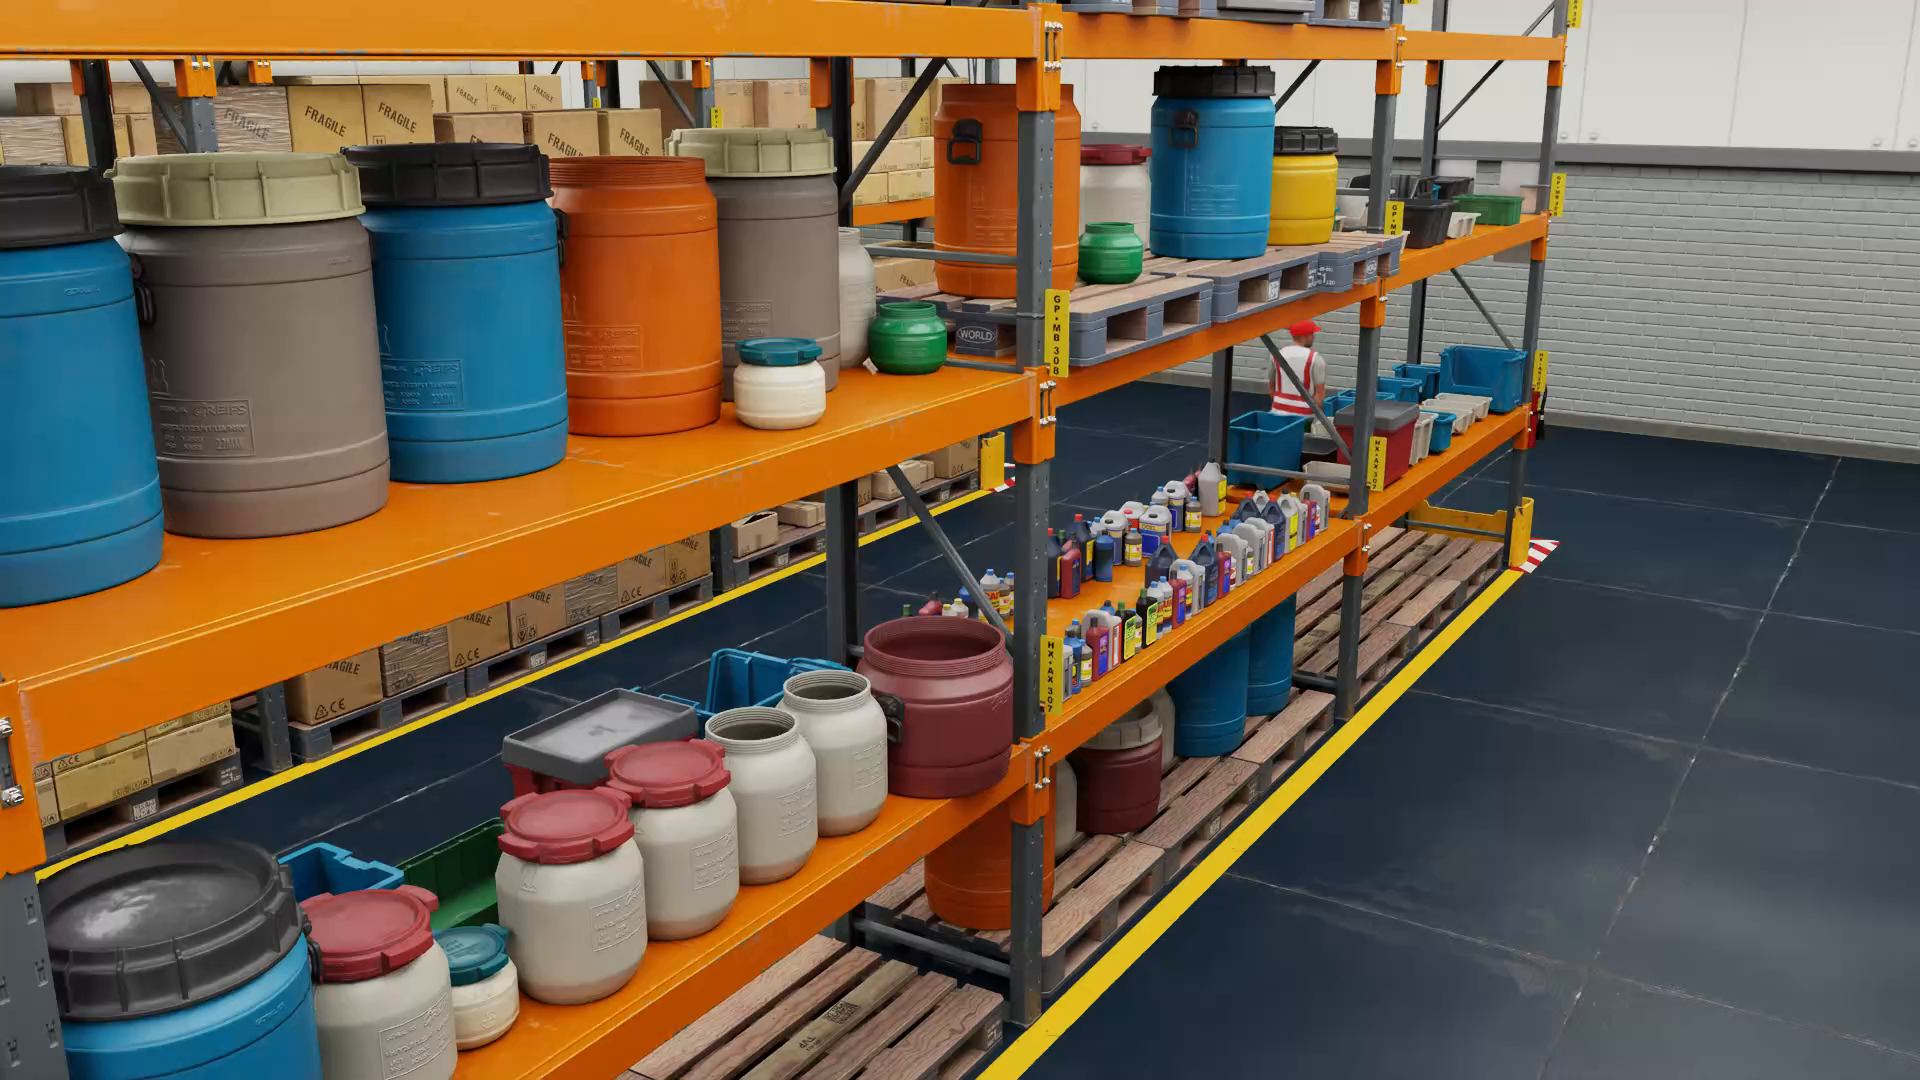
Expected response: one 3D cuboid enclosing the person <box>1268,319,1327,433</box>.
[{"bbox_3d":[3.000,-1.075,14.754,0.549,1.848,0.494,8,18,25],"label":"person"}]
